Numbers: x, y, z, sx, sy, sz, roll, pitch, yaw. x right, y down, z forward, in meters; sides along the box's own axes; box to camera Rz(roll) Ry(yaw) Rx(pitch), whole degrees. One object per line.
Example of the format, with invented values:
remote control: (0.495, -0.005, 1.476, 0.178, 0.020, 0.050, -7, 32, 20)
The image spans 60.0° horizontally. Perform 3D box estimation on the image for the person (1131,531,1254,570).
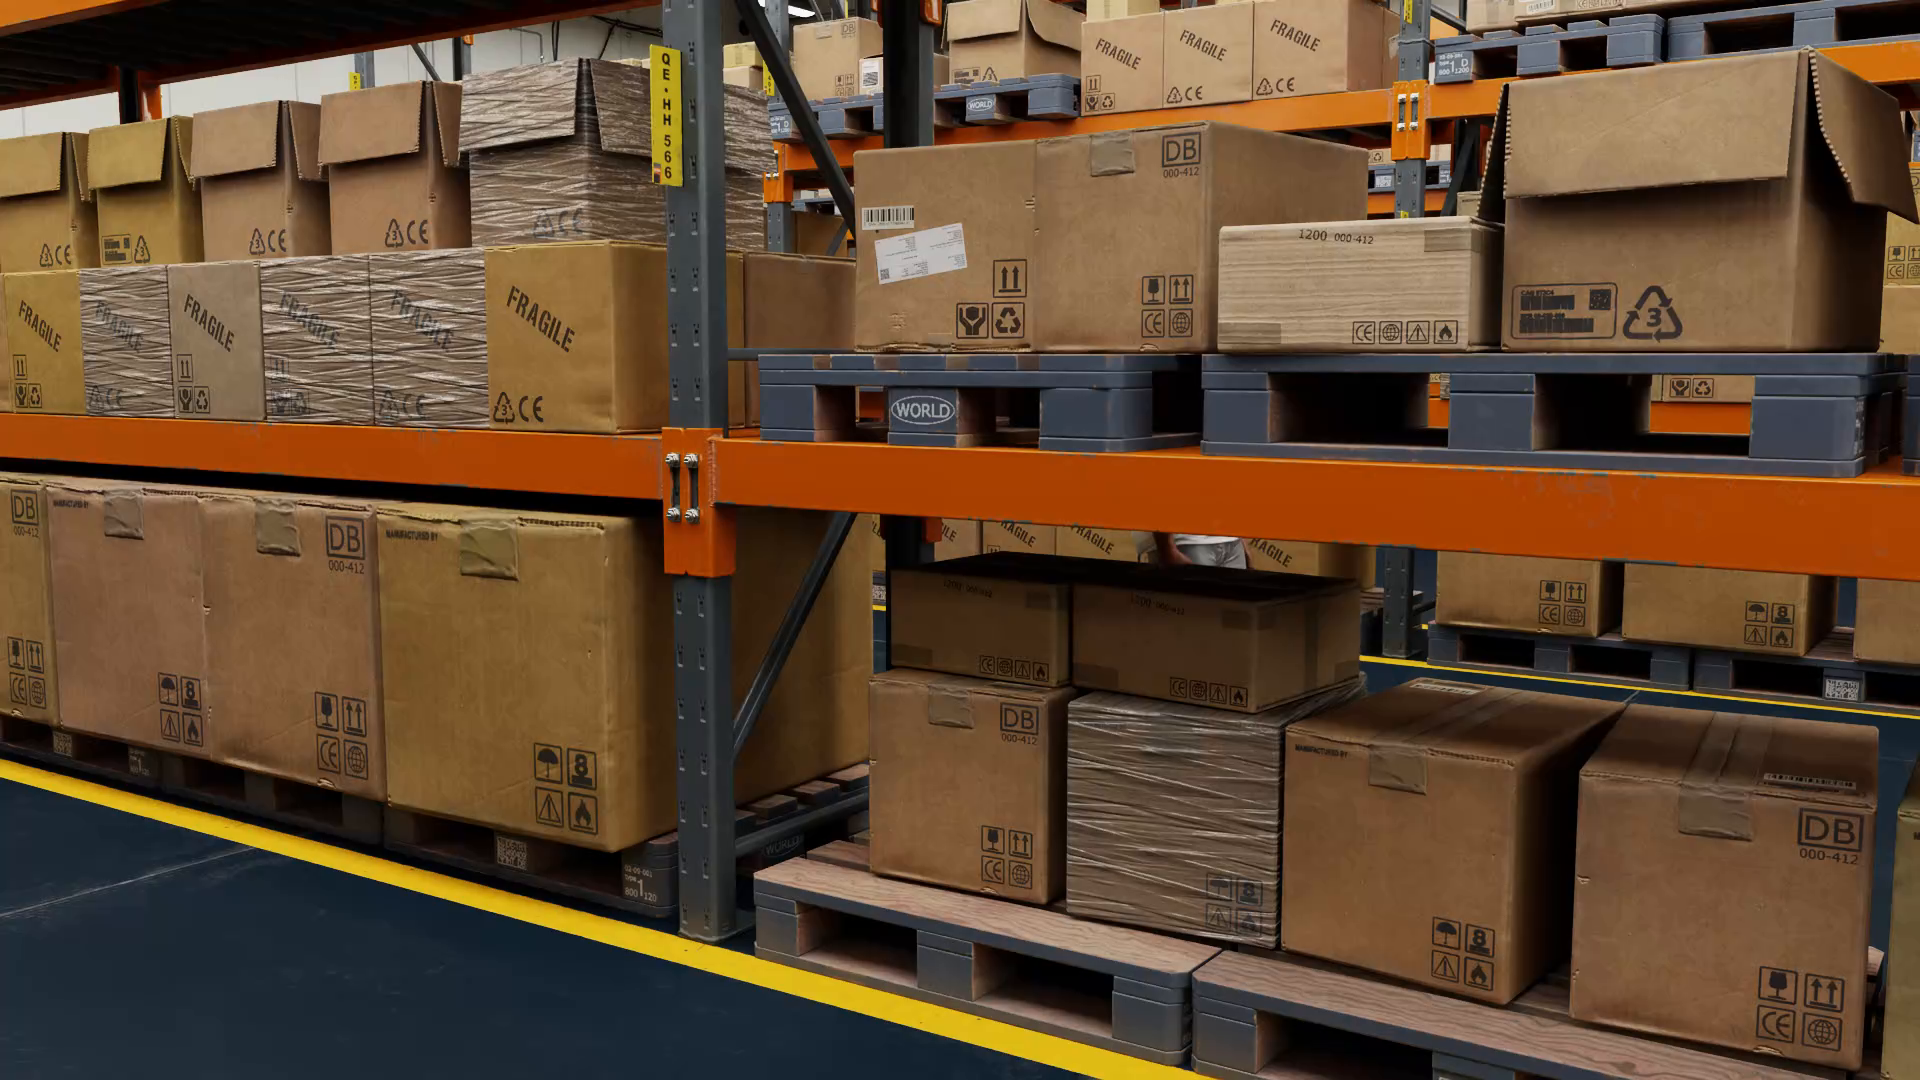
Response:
person: (0.816, 0.023, 5.504, 0.463, 1.758, 0.626, 4, 8, 34)
